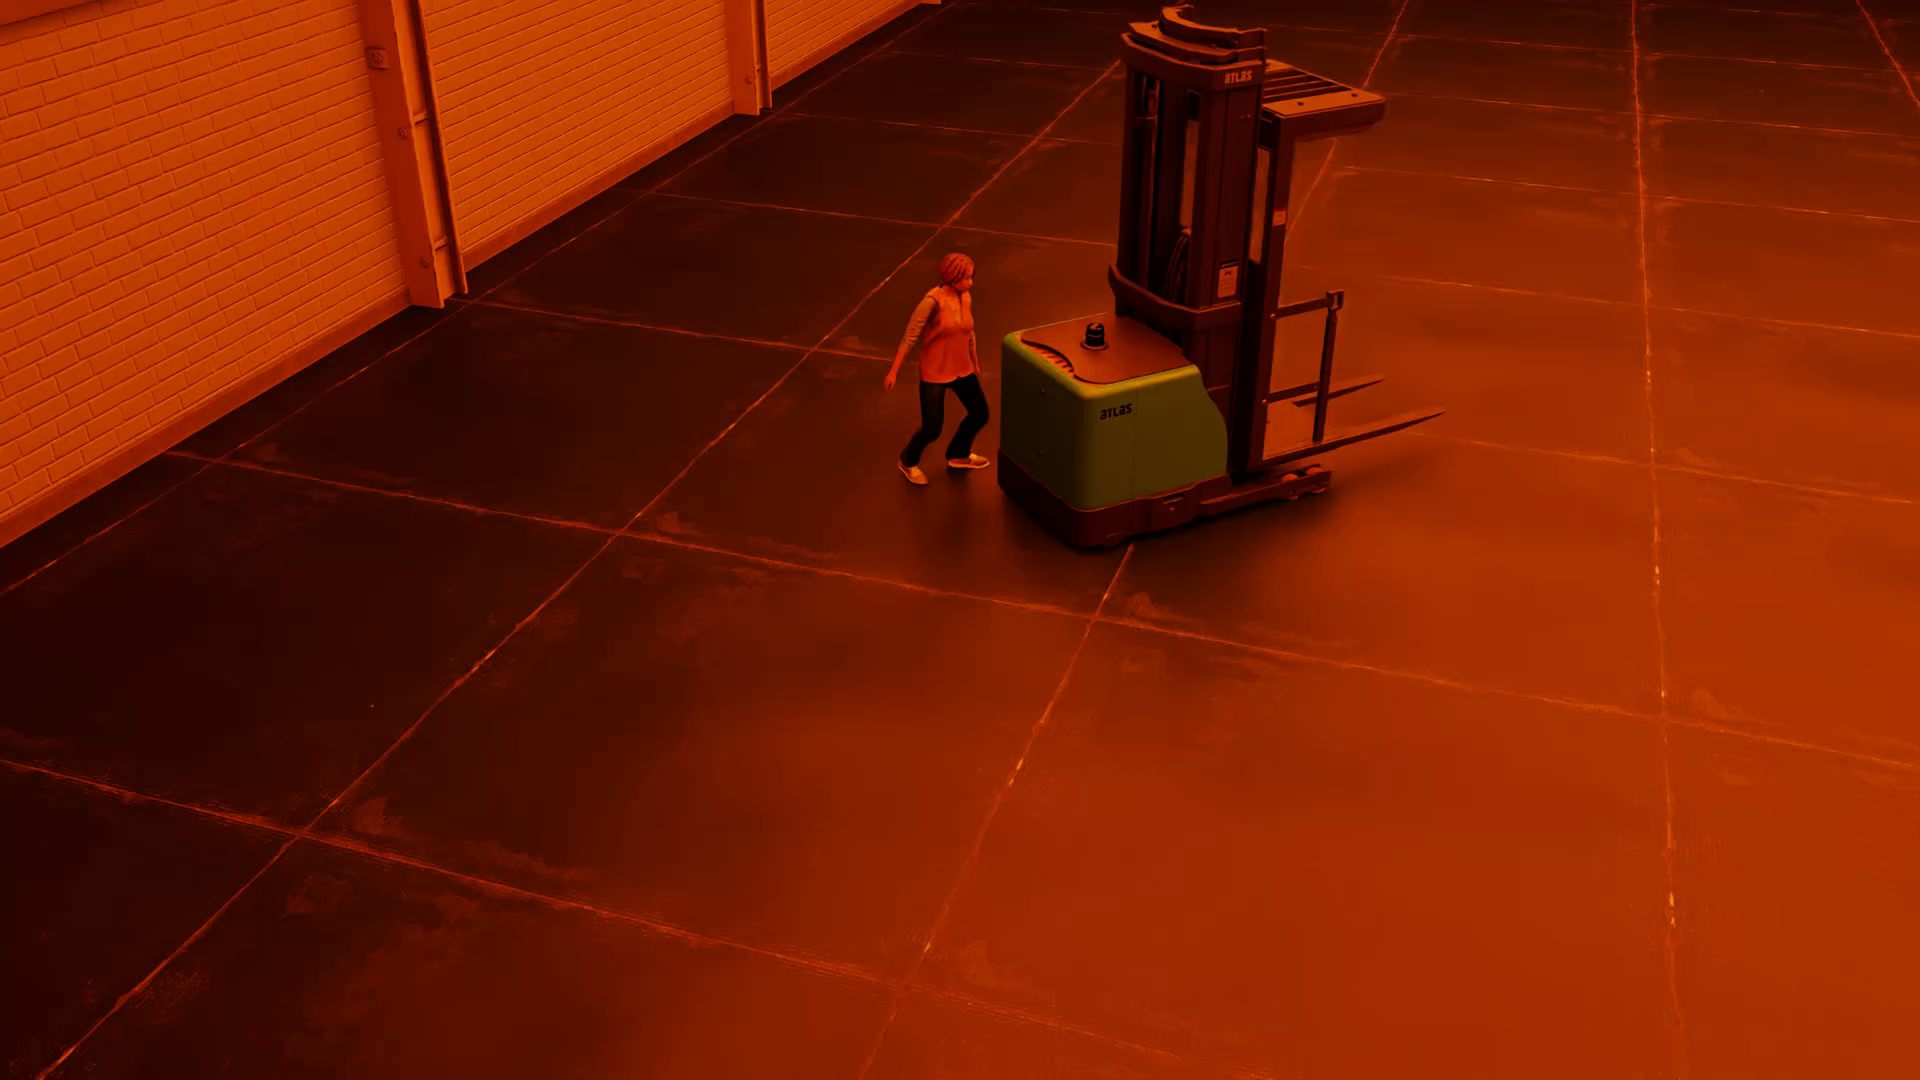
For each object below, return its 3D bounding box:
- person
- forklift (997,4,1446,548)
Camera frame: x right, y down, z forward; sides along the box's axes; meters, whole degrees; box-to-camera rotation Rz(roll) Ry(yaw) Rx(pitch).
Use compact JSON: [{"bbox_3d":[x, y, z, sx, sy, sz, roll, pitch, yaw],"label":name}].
[{"bbox_3d":[-0.155,-1.063,10.454,0.747,1.548,0.440,-21,36,-33],"label":"person"},{"bbox_3d":[1.781,-1.738,10.186,3.031,2.935,1.130,-15,33,-25],"label":"forklift"}]
